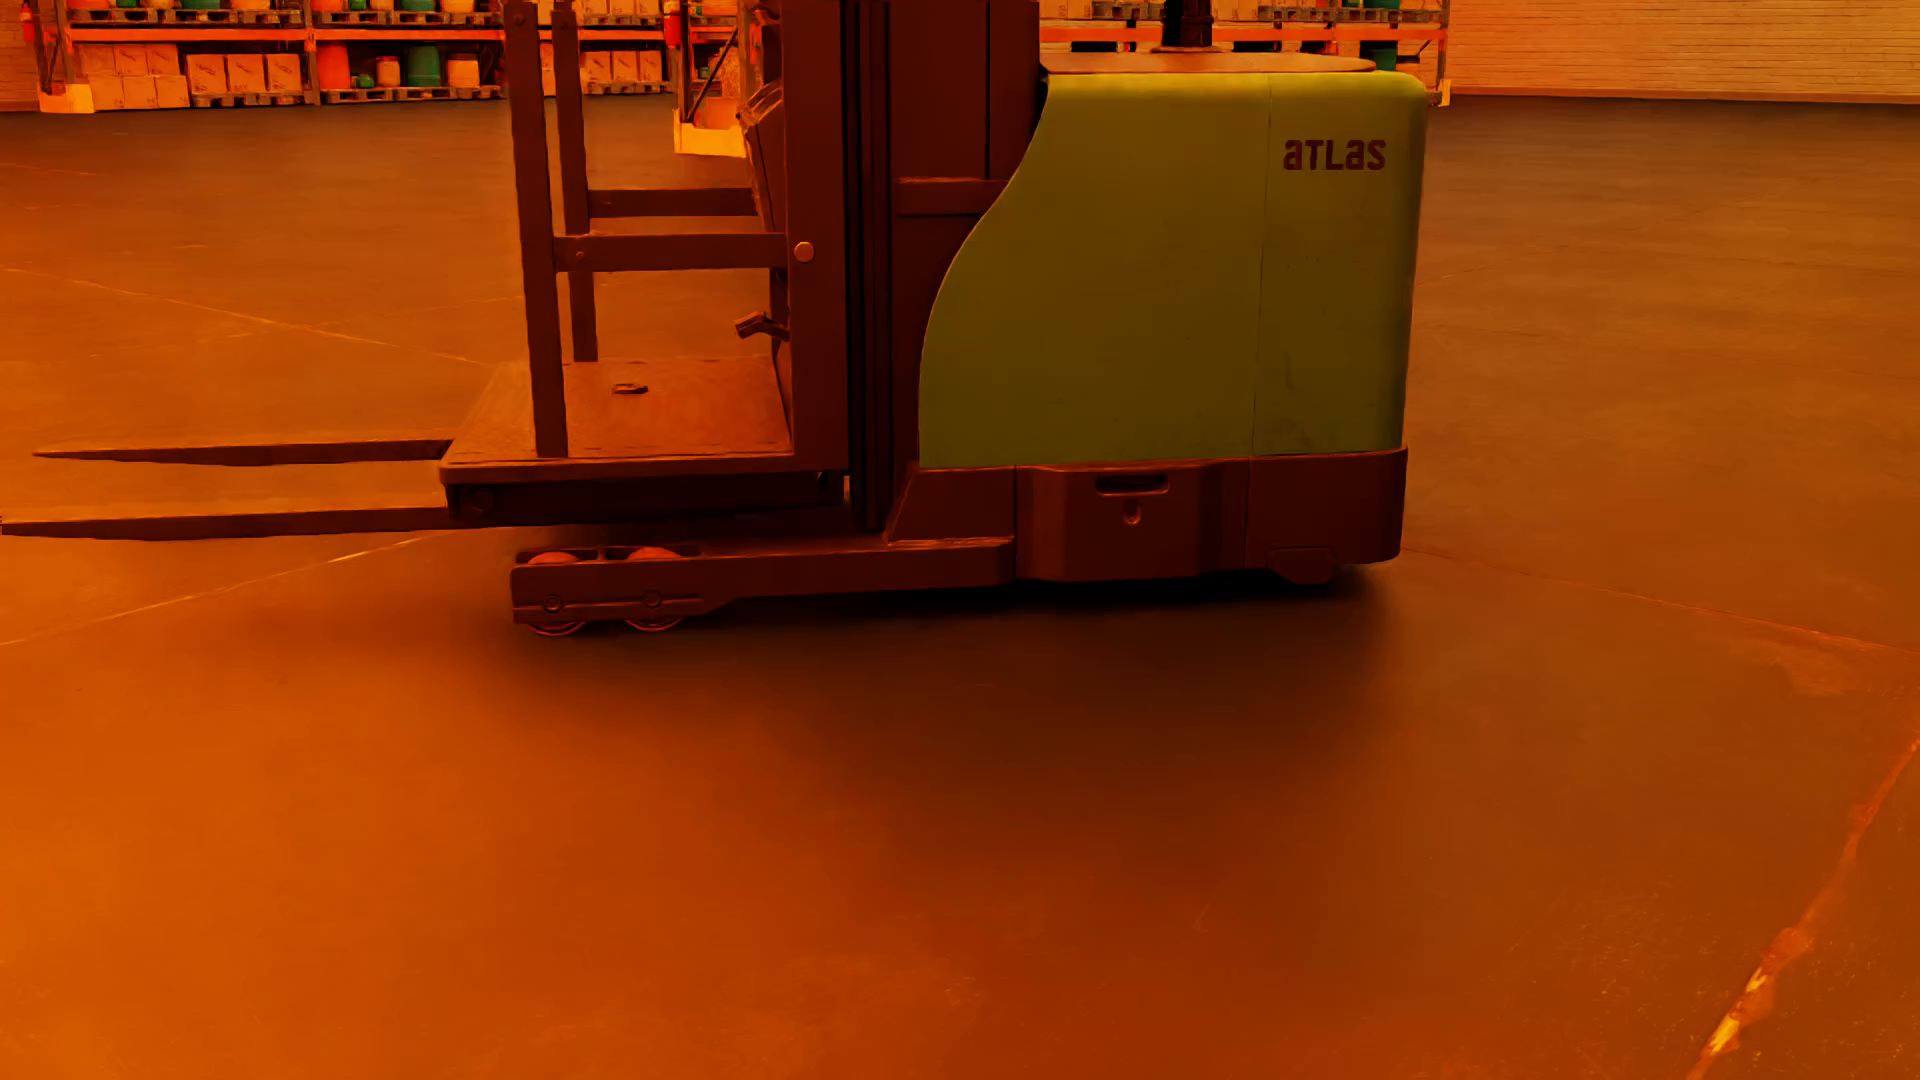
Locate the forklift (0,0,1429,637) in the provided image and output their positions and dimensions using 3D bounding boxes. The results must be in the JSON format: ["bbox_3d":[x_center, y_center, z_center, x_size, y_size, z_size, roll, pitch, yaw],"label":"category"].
[{"bbox_3d":[-0.604,-1.375,3.424,3.031,2.935,1.130,-2,17,-8],"label":"forklift"}]
